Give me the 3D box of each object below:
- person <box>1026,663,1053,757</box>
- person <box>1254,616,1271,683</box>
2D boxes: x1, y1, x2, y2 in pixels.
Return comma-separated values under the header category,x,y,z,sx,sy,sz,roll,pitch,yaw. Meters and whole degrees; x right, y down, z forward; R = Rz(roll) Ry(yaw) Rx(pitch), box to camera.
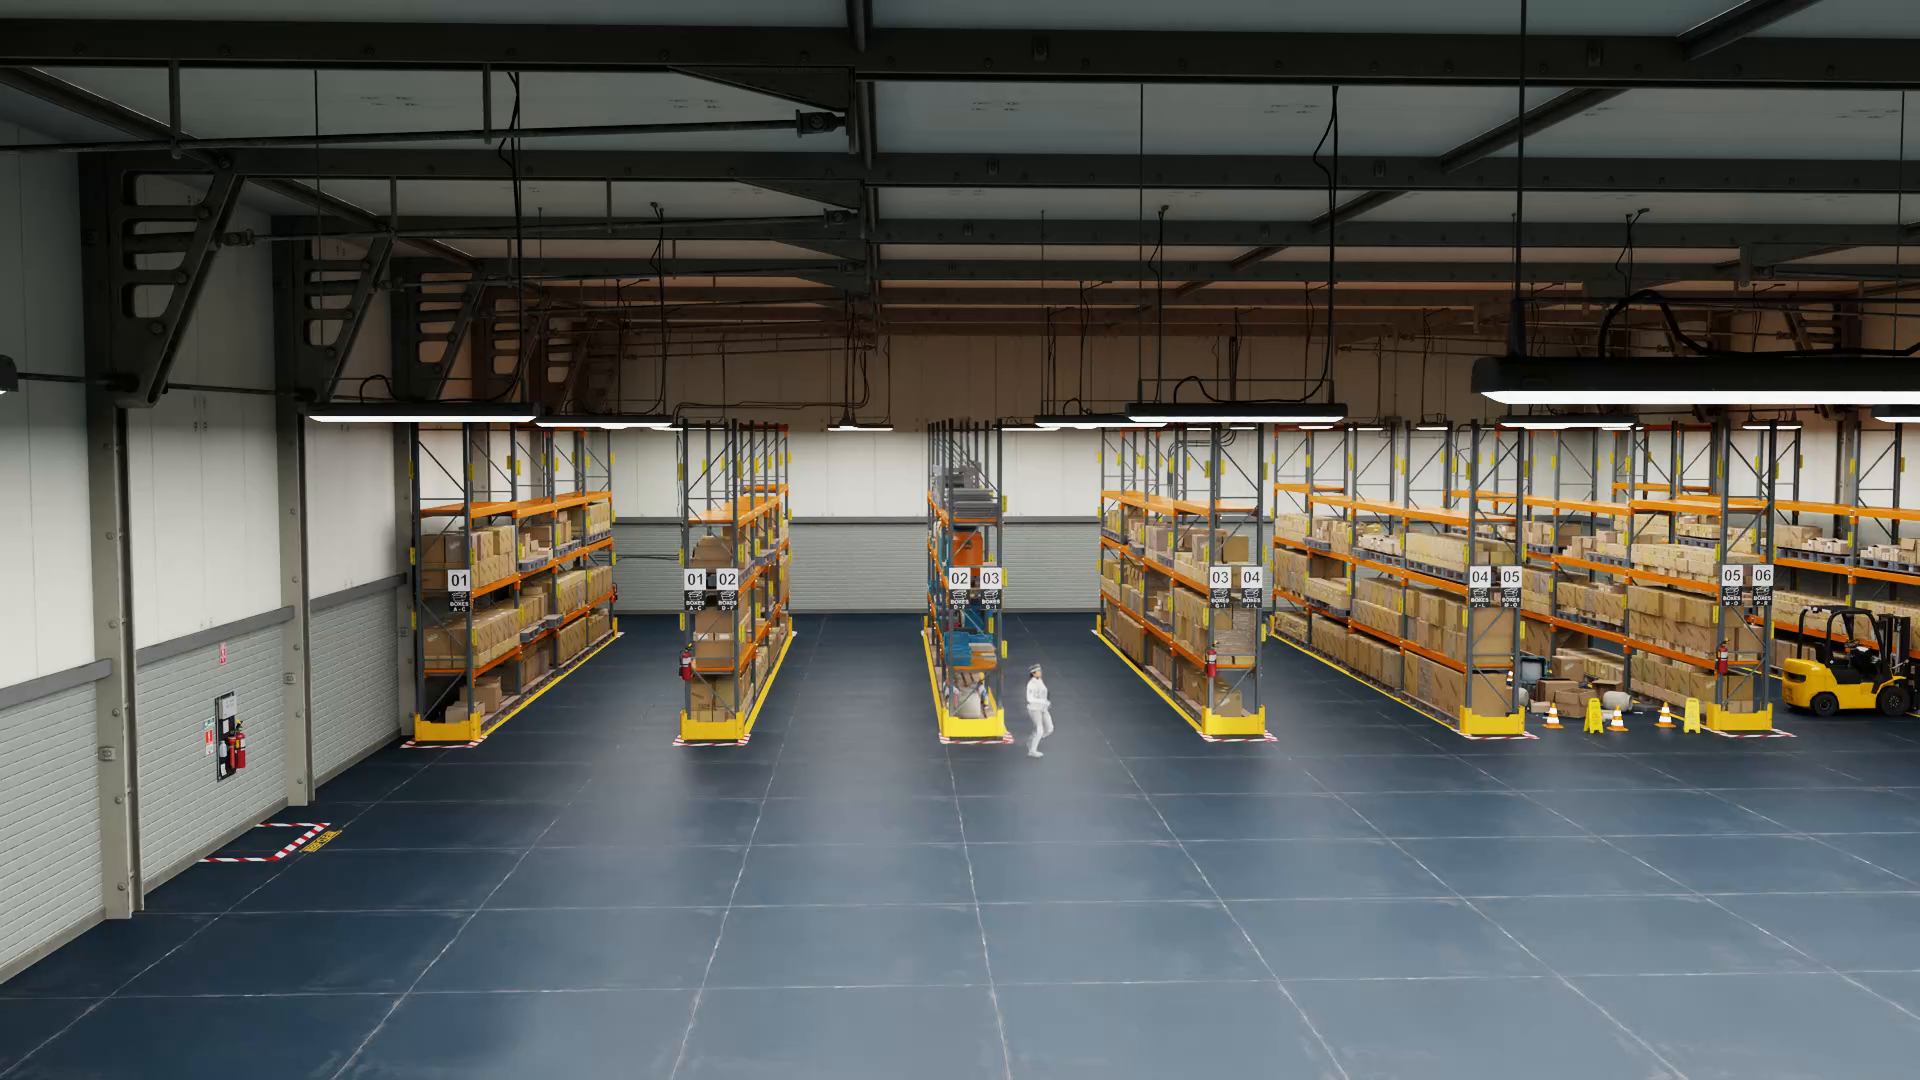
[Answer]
category,x,y,z,sx,sy,sz,roll,pitch,yaw
person,1.430,3.006,29.414,0.535,1.649,0.604,2,4,31
person,6.941,2.400,38.711,0.592,1.742,1.092,-1,4,-12
